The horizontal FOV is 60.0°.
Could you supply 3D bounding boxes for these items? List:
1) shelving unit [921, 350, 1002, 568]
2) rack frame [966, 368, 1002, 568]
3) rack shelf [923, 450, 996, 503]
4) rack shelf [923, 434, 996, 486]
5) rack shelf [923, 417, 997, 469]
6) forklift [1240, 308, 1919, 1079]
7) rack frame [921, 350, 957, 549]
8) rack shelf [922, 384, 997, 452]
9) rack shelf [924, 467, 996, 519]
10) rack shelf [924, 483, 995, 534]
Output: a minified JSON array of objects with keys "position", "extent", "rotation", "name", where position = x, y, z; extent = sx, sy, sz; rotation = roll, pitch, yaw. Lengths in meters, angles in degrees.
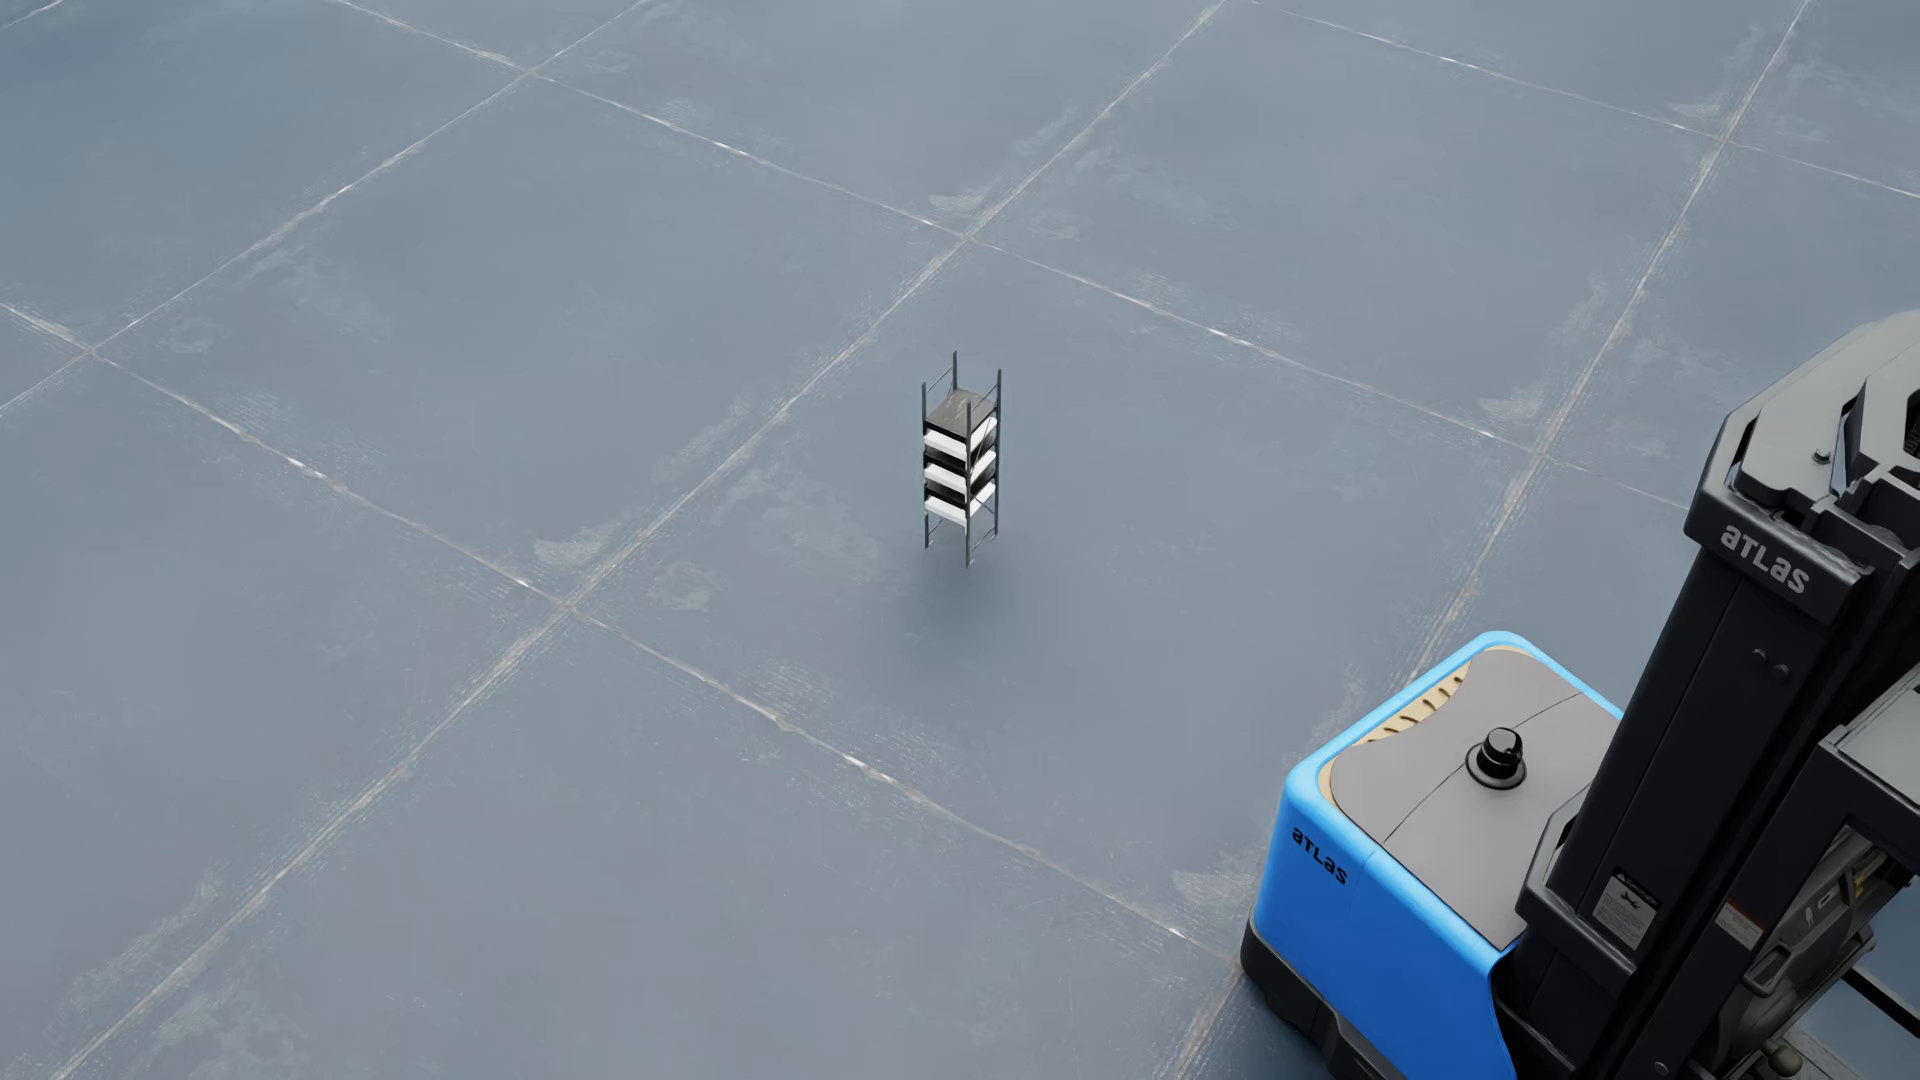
[{"position":[0.007,-0.310,6.646],"extent":[0.210,0.900,0.258],"rotation":[25,51,22],"name":"shelving unit"},{"position":[0.092,-0.271,6.608],"extent":[0.006,0.900,0.240],"rotation":[25,51,22],"name":"rack frame"},{"position":[0.007,-0.287,6.670],"extent":[0.200,0.077,0.258],"rotation":[25,51,22],"name":"rack shelf"},{"position":[0.007,-0.350,6.605],"extent":[0.200,0.077,0.258],"rotation":[25,51,22],"name":"rack shelf"},{"position":[0.007,-0.413,6.541],"extent":[0.200,0.077,0.258],"rotation":[25,51,22],"name":"rack shelf"},{"position":[2.231,1.033,3.925],"extent":[1.130,2.935,3.031],"rotation":[-29,53,-25],"name":"forklift"},{"position":[-0.079,-0.350,6.684],"extent":[0.006,0.900,0.240],"rotation":[25,51,22],"name":"rack frame"},{"position":[0.007,-0.475,6.476],"extent":[0.200,0.077,0.258],"rotation":[25,51,22],"name":"rack shelf"},{"position":[0.007,-0.225,6.734],"extent":[0.200,0.077,0.258],"rotation":[25,51,22],"name":"rack shelf"},{"position":[0.007,-0.162,6.799],"extent":[0.200,0.077,0.258],"rotation":[25,51,22],"name":"rack shelf"}]
